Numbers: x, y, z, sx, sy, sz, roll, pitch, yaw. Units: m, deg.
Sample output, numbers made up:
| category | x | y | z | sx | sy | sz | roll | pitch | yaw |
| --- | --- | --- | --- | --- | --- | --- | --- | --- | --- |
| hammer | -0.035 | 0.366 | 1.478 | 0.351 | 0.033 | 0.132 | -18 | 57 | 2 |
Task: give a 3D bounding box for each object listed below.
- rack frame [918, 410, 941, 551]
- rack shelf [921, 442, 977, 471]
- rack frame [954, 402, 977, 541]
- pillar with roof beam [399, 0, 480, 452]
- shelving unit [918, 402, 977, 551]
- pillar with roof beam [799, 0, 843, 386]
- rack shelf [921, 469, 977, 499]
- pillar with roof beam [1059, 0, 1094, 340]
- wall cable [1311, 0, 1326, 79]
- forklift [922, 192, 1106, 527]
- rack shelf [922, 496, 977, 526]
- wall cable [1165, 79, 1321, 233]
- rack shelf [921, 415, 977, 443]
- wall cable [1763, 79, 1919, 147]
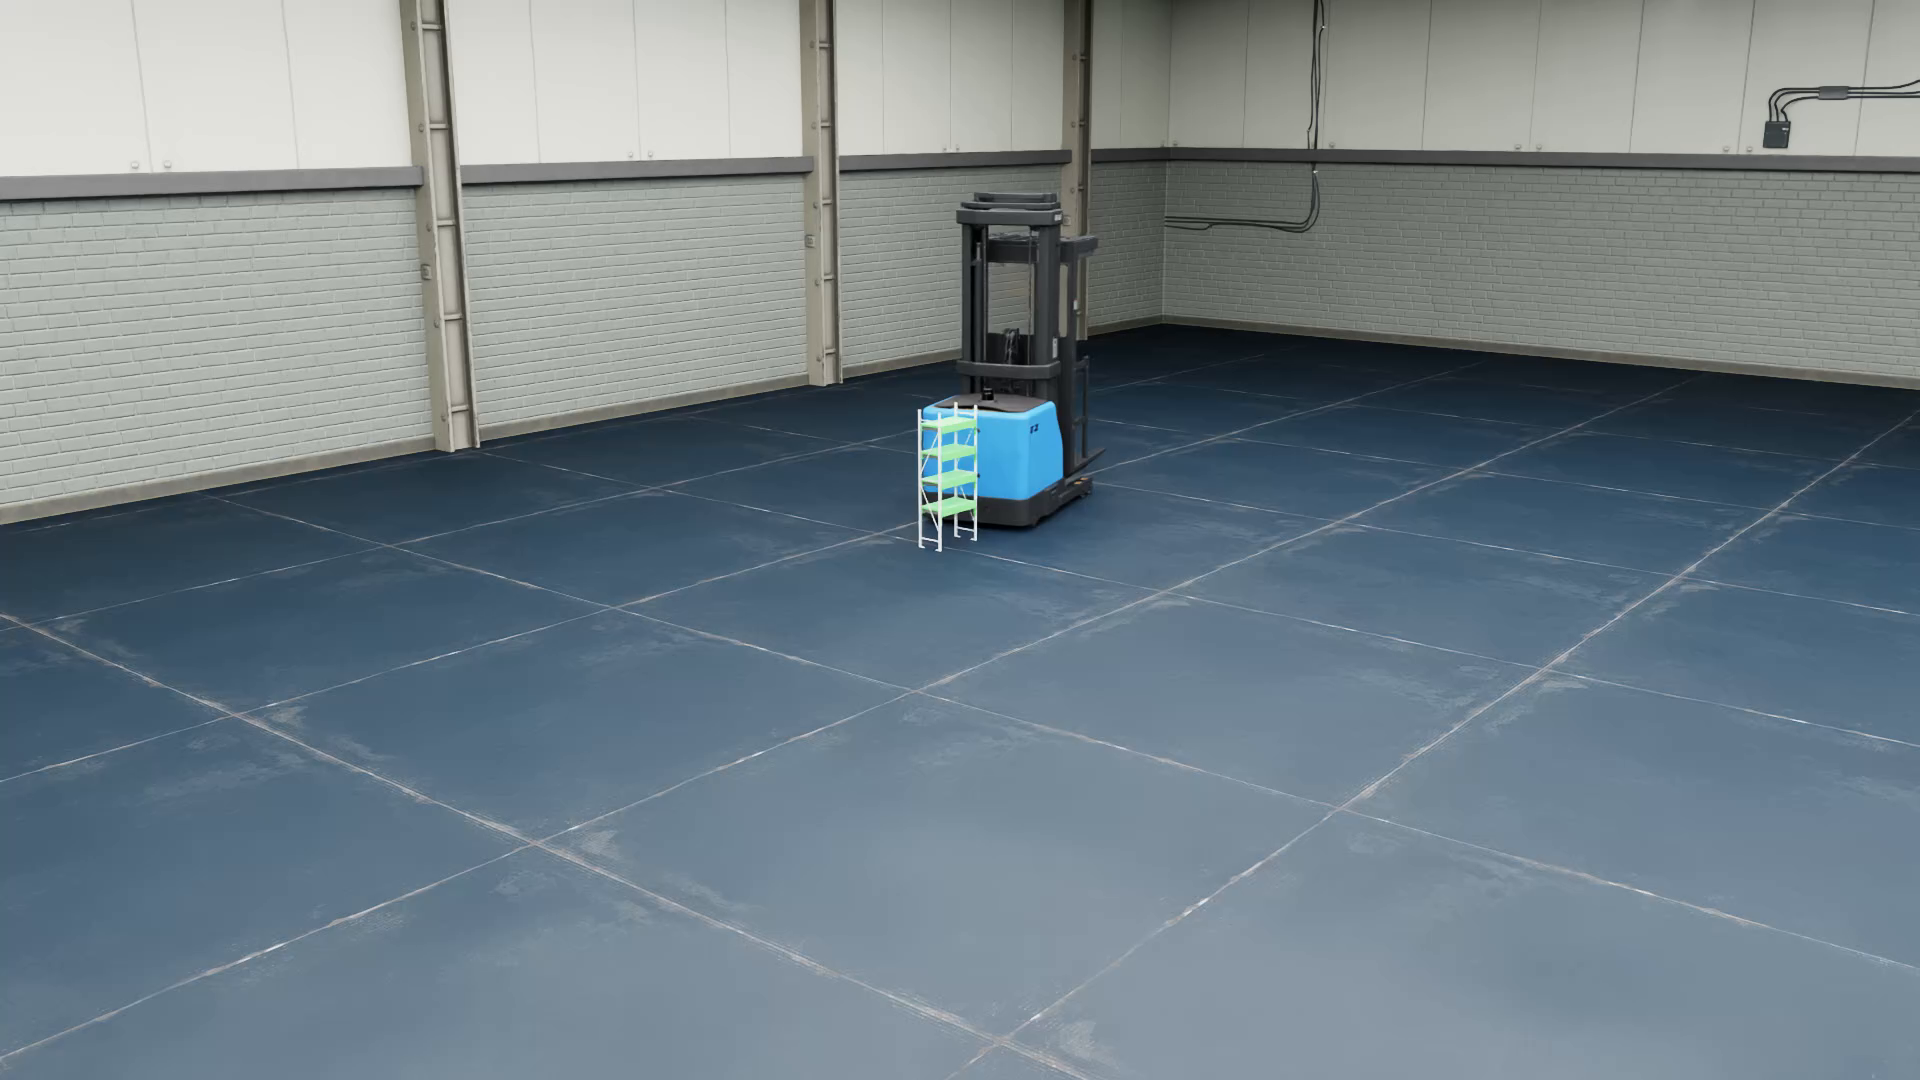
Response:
| category | x | y | z | sx | sy | sz | roll | pitch | yaw |
| --- | --- | --- | --- | --- | --- | --- | --- | --- | --- |
| rack frame | -0.257 | -0.503 | 14.166 | 0.240 | 1.200 | 0.015 | 11 | 18 | 38 |
| rack shelf | -0.104 | -0.721 | 14.307 | 0.258 | 0.148 | 0.480 | 11 | 18 | 38 |
| rack frame | 0.049 | -0.597 | 14.534 | 0.240 | 1.200 | 0.015 | 11 | 18 | 38 |
| pillar with roof beam | -2.304 | -4.732 | 14.973 | 9.100 | 9.000 | 0.400 | 11 | 18 | 38 |
| shelving unit | -0.104 | -0.550 | 14.350 | 0.258 | 1.200 | 0.503 | 11 | 18 | 38 |
| pillar with roof beam | 1.468 | -5.881 | 19.496 | 9.100 | 9.000 | 0.400 | 11 | 18 | 38 |
| rack shelf | -0.104 | -0.488 | 14.366 | 0.258 | 0.148 | 0.480 | 11 | 18 | 38 |
| pillar with roof beam | 5.239 | -7.030 | 24.019 | 9.100 | 9.000 | 0.400 | 11 | 18 | 38 |
| wall cable | 6.874 | -8.580 | 26.170 | 3.097 | 2.526 | 0.112 | 11 | 18 | 38 |
| forklift | 0.664 | -1.860 | 15.993 | 1.130 | 2.935 | 3.031 | 6 | 15 | 21 |
| rack shelf | -0.104 | -0.255 | 14.425 | 0.258 | 0.148 | 0.480 | 11 | 18 | 38 |
| wall cable | 4.770 | -6.551 | 28.439 | 3.097 | 2.526 | 0.112 | 11 | 18 | 38 |
| rack shelf | -0.104 | -0.953 | 14.248 | 0.258 | 0.148 | 0.480 | 11 | 18 | 38 |
| wall cable | 12.144 | -8.232 | 21.843 | 2.305 | 6.003 | 0.169 | 11 | 18 | 38 |
